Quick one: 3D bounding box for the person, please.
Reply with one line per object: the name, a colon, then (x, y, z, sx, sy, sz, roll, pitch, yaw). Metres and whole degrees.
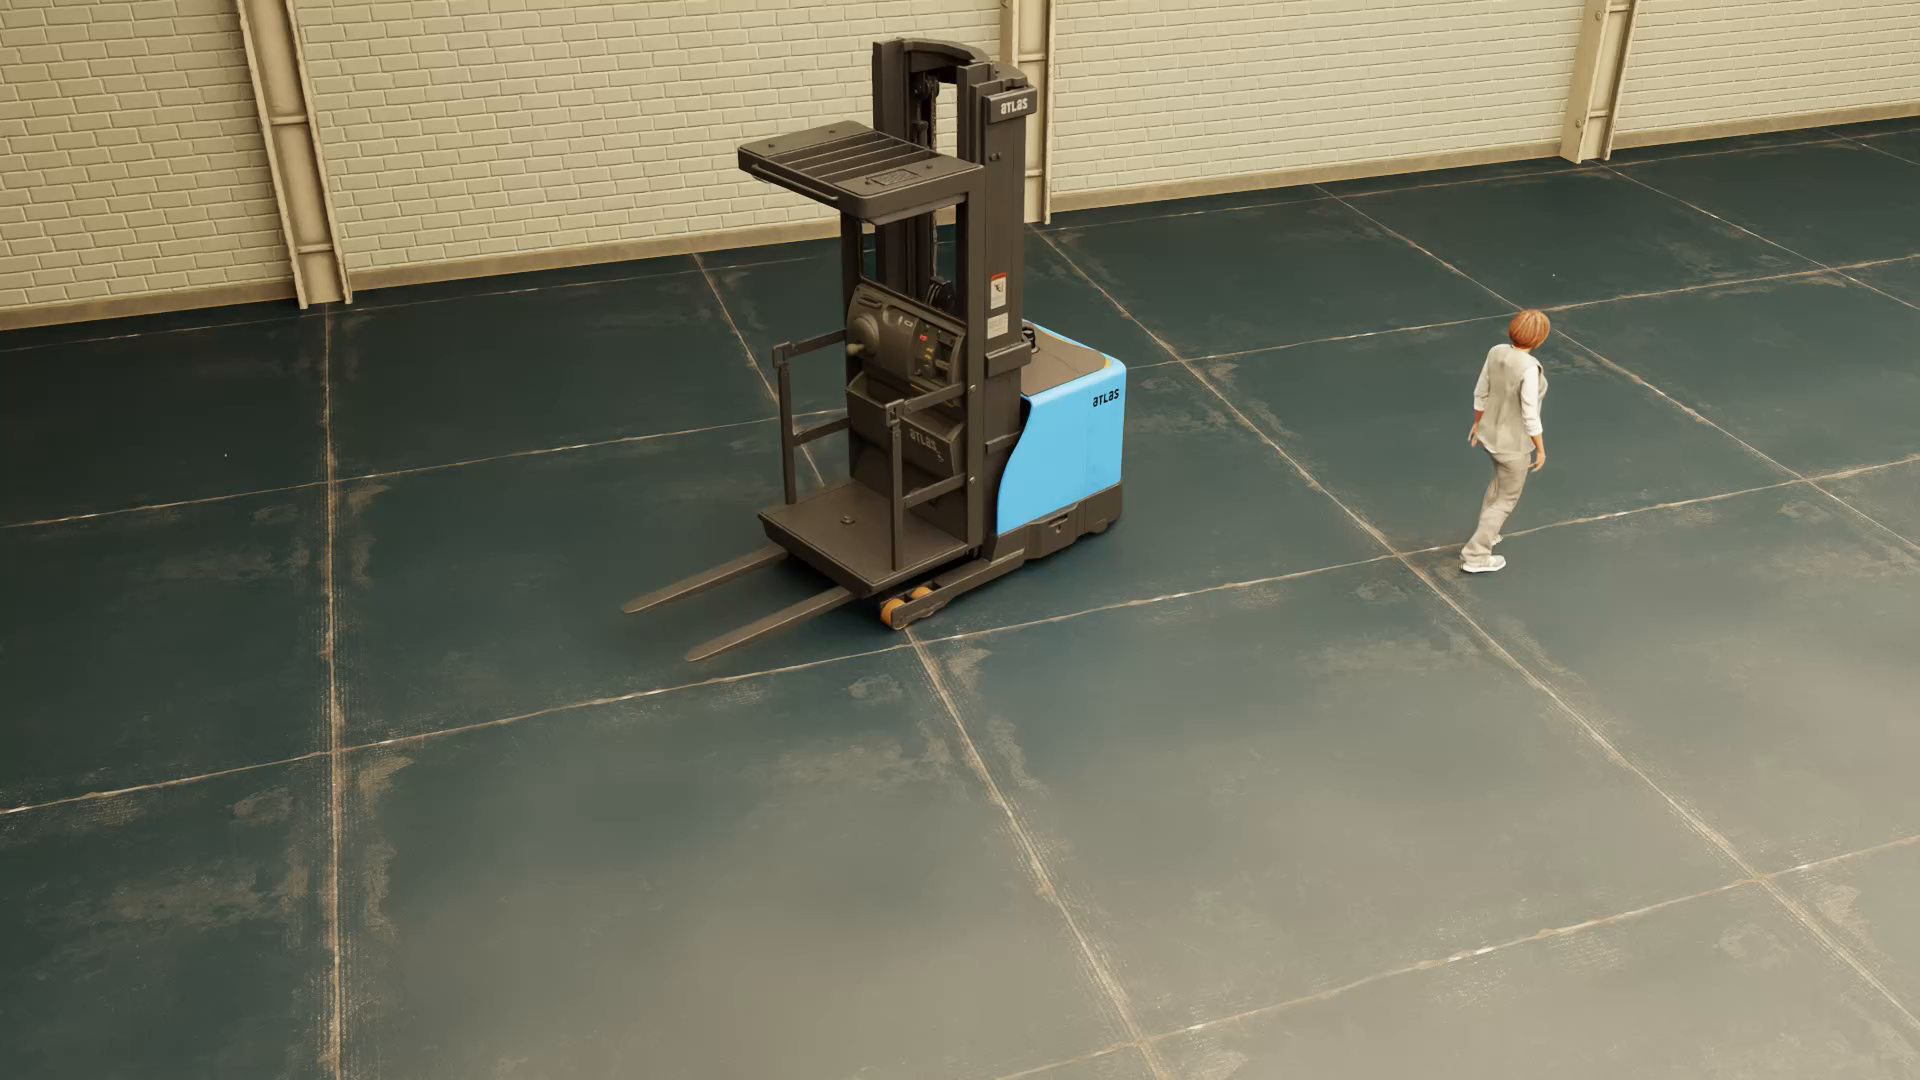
person: (3.128, -0.545, 9.442, 0.488, 1.628, 0.510, -9, 31, -16)

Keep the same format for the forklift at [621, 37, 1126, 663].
forklift: (-0.461, -1.072, 8.951, 3.031, 2.935, 1.130, -23, 37, -34)
